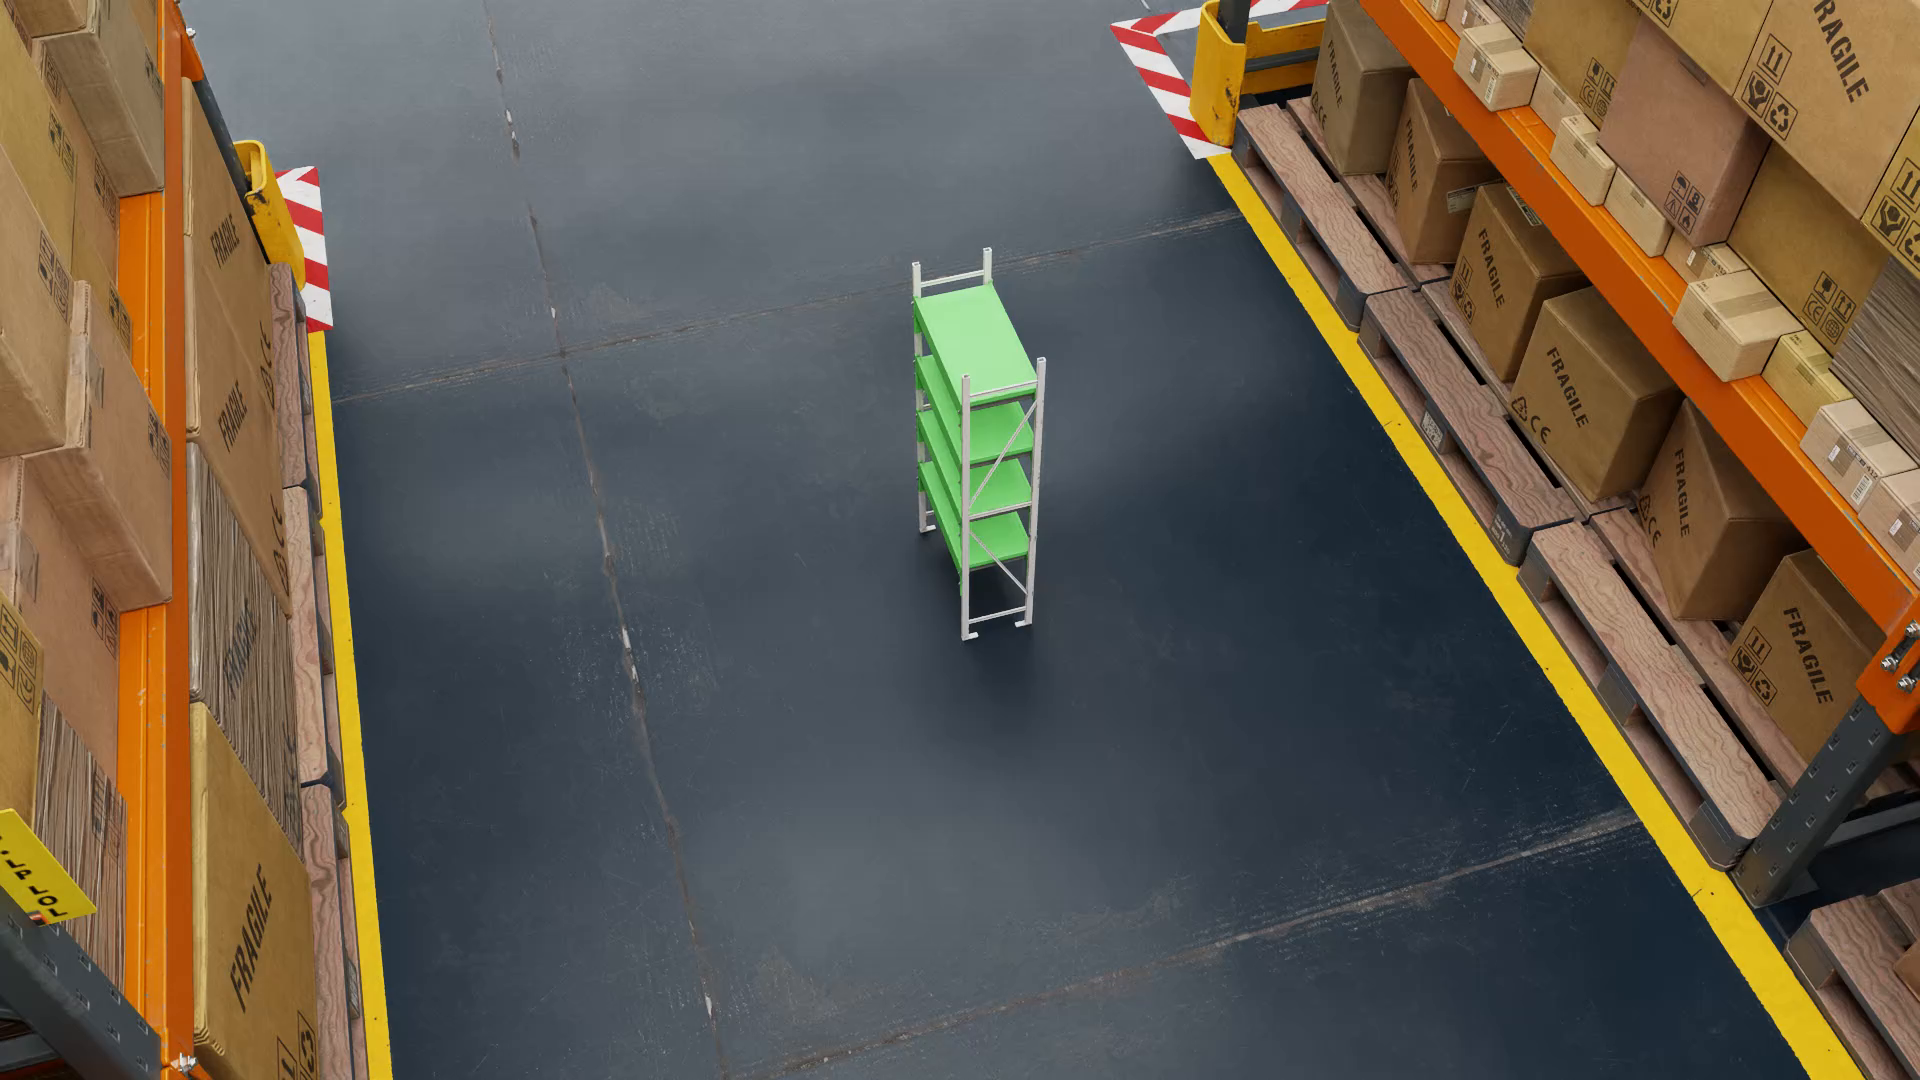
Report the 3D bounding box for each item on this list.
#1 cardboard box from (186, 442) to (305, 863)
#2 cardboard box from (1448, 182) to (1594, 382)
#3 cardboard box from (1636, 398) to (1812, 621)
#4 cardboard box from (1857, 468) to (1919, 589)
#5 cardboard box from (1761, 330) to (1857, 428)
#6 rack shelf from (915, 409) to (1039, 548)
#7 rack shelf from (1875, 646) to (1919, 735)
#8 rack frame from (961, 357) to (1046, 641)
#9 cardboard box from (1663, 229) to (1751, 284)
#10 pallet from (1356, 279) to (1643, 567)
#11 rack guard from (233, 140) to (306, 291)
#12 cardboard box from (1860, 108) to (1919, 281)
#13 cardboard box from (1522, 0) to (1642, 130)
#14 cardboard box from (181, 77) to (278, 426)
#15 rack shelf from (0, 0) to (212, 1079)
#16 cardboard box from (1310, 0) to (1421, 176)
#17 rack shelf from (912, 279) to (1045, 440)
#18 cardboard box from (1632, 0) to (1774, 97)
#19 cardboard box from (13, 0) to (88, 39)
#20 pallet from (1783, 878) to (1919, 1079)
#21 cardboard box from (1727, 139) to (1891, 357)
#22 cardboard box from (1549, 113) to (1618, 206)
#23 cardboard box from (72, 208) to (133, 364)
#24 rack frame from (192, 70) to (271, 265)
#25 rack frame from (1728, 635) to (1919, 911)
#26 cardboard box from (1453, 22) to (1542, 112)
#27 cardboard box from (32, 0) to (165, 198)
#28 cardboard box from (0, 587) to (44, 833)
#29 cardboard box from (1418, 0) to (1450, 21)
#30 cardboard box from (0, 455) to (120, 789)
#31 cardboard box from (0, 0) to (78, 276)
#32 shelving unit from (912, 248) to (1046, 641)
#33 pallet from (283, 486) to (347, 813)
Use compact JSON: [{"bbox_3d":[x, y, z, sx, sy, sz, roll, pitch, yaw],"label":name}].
[{"bbox_3d":[-2.391,0.419,4.550,0.875,0.875,0.875,-13,51,-11],"label":"cardboard box"},{"bbox_3d":[2.128,-0.946,5.946,0.500,0.500,0.500,-9,50,-8],"label":"cardboard box"},{"bbox_3d":[2.509,-0.093,5.227,0.500,0.500,0.500,1,50,1],"label":"cardboard box"},{"bbox_3d":[2.422,-0.055,3.999,0.380,0.149,0.250,-13,51,-11],"label":"cardboard box"},{"bbox_3d":[2.340,-0.436,4.320,0.380,0.149,0.250,-13,51,-11],"label":"cardboard box"},{"bbox_3d":[0.049,-0.225,5.238,0.258,0.148,0.480,-13,51,-11],"label":"rack shelf"},{"bbox_3d":[3.358,1.647,2.870,1.077,0.370,4.000,-13,51,-11],"label":"rack shelf"},{"bbox_3d":[0.121,-0.088,5.039,0.240,1.200,0.015,-13,51,-11],"label":"rack frame"},{"bbox_3d":[2.212,-0.806,4.632,0.380,0.149,0.250,-13,51,-11],"label":"cardboard box"},{"bbox_3d":[2.169,-0.522,6.052,1.003,0.211,1.213,-13,51,-11],"label":"pallet"},{"bbox_3d":[-3.192,-1.131,6.376,1.175,0.500,0.348,-13,51,-11],"label":"rack guard"},{"bbox_3d":[2.370,-0.762,3.517,0.500,0.500,0.500,-13,51,-11],"label":"cardboard box"},{"bbox_3d":[2.225,-1.606,4.882,0.875,0.500,0.500,-13,51,-11],"label":"cardboard box"},{"bbox_3d":[-2.921,-0.889,5.653,0.875,0.875,0.875,-13,51,-11],"label":"cardboard box"},{"bbox_3d":[-2.593,-0.226,4.450,1.077,0.370,4.000,-13,51,-11],"label":"rack shelf"},{"bbox_3d":[1.752,-1.837,6.697,0.500,0.500,0.500,-5,50,-4],"label":"cardboard box"},{"bbox_3d":[0.049,-0.534,4.871,0.258,0.148,0.480,-13,51,-11],"label":"rack shelf"},{"bbox_3d":[2.074,-1.492,4.132,0.500,0.500,0.500,-13,51,-11],"label":"cardboard box"},{"bbox_3d":[-2.861,-1.655,4.379,0.875,0.550,0.550,-13,51,-11],"label":"cardboard box"},{"bbox_3d":[2.998,1.422,4.413,1.003,0.211,1.213,-13,51,-11],"label":"pallet"},{"bbox_3d":[2.578,-0.889,4.278,0.875,0.500,0.500,-13,51,-11],"label":"cardboard box"},{"bbox_3d":[1.992,-1.154,4.925,0.380,0.149,0.250,-13,51,-11],"label":"cardboard box"},{"bbox_3d":[-2.606,-0.495,4.107,0.875,0.550,0.500,-13,51,-11],"label":"cardboard box"},{"bbox_3d":[-3.185,-1.919,5.406,1.000,3.000,0.127,-13,51,-11],"label":"rack frame"},{"bbox_3d":[2.766,-0.045,3.826,1.000,3.000,0.127,-13,51,-11],"label":"rack frame"},{"bbox_3d":[1.791,-1.506,5.222,0.380,0.149,0.250,-13,51,-11],"label":"cardboard box"},{"bbox_3d":[-2.848,-1.310,4.794,0.875,0.550,0.550,-13,51,-11],"label":"cardboard box"},{"bbox_3d":[-2.078,0.329,2.707,0.875,0.550,0.550,-13,51,-11],"label":"cardboard box"},{"bbox_3d":[1.716,-1.889,5.545,0.380,0.149,0.250,-13,51,-11],"label":"cardboard box"},{"bbox_3d":[-2.307,0.291,3.445,0.875,0.550,0.550,-13,51,-11],"label":"cardboard box"},{"bbox_3d":[-2.544,-0.857,3.707,0.875,0.550,0.500,-13,51,-11],"label":"cardboard box"},{"bbox_3d":[0.049,-0.266,5.189,0.258,1.200,0.503,-13,51,-11],"label":"shelving unit"},{"bbox_3d":[-2.516,0.435,5.245,1.003,0.211,1.213,-13,51,-11],"label":"pallet"}]
